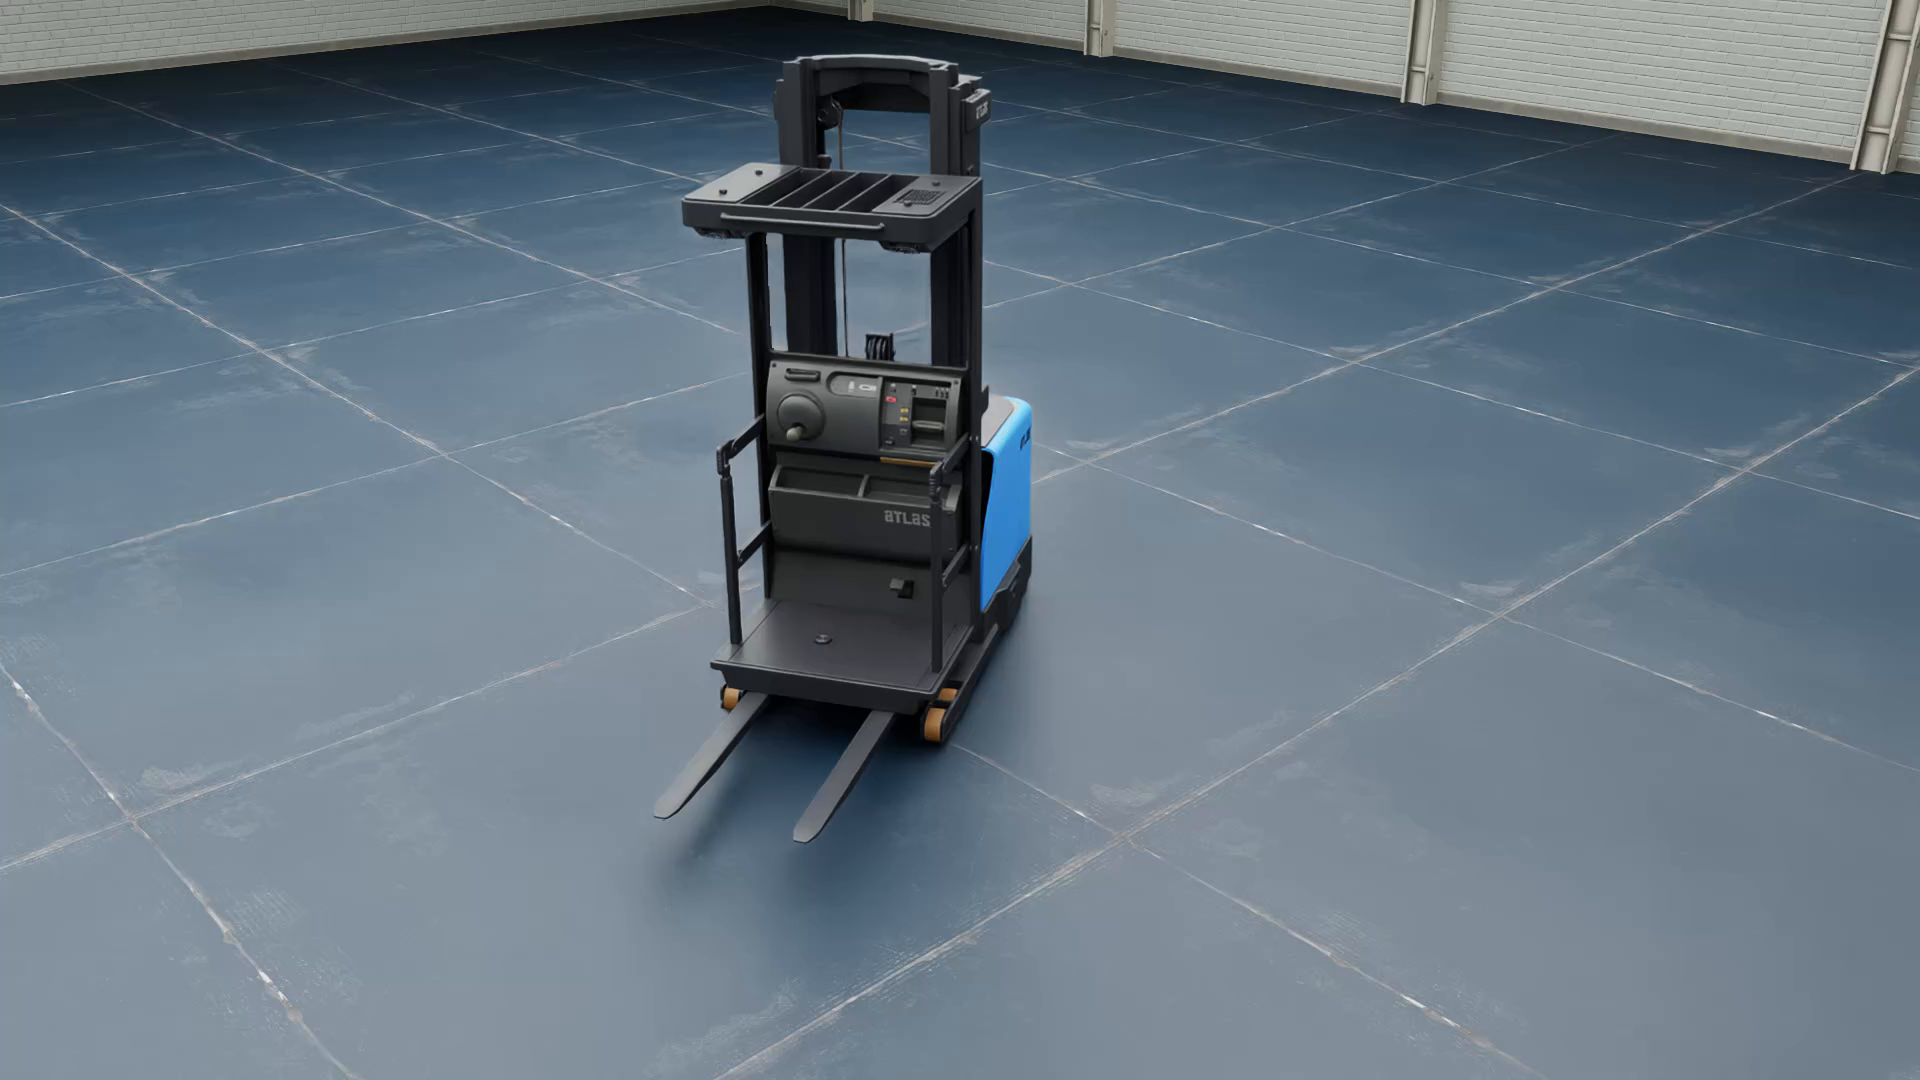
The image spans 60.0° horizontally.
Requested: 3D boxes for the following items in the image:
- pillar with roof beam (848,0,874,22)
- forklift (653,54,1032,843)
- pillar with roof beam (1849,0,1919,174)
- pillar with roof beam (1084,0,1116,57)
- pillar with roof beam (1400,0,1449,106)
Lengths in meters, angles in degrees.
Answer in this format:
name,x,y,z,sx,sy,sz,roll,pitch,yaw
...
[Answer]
name,x,y,z,sx,sy,sz,roll,pitch,yaw
pillar with roof beam,-4.989,-12.571,26.463,9.100,9.000,0.400,-21,32,-38
forklift,-0.506,-0.575,7.478,1.130,2.935,3.031,7,25,15
pillar with roof beam,7.314,-7.117,14.509,9.100,9.000,0.400,-21,32,-38
pillar with roof beam,-0.888,-10.753,22.479,9.100,9.000,0.400,-21,32,-38
pillar with roof beam,3.213,-8.935,18.494,9.100,9.000,0.400,-21,32,-38
